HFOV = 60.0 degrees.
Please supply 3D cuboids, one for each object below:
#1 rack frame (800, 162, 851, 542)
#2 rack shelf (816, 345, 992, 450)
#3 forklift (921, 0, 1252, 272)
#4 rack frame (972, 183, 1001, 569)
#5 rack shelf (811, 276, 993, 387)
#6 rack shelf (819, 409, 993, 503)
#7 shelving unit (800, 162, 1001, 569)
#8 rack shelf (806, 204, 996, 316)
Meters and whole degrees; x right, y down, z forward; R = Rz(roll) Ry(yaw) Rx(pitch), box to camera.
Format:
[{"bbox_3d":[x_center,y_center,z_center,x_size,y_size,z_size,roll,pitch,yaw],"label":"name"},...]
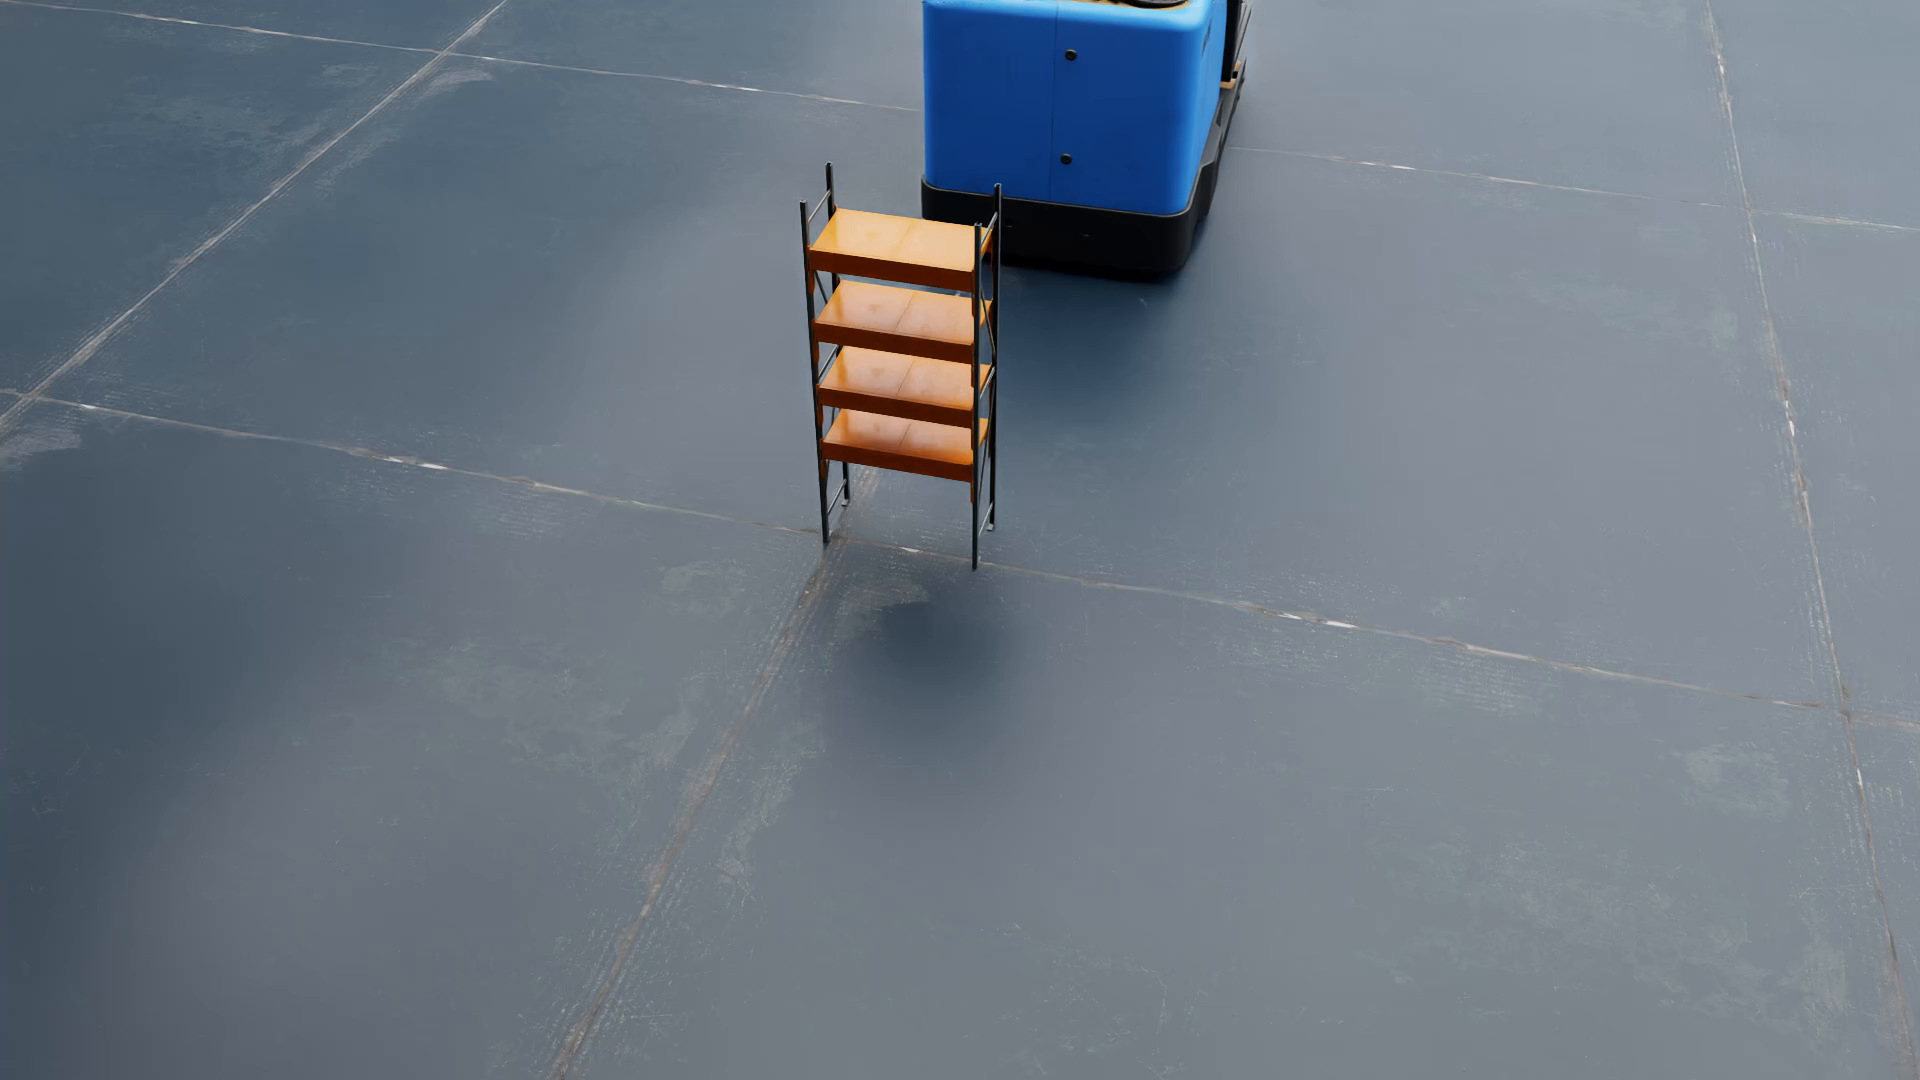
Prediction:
[{"bbox_3d":[-0.396,-0.528,4.967,0.015,1.200,0.240,10,41,11],"label":"rack frame"},{"bbox_3d":[-0.160,-0.435,4.962,0.480,0.148,0.258,10,41,11],"label":"rack shelf"},{"bbox_3d":[0.703,-3.106,6.691,1.130,2.935,3.031,9,41,11],"label":"forklift"},{"bbox_3d":[0.076,-0.446,4.870,0.015,1.200,0.240,10,41,11],"label":"rack frame"},{"bbox_3d":[-0.160,-0.607,4.818,0.480,0.148,0.258,10,41,11],"label":"rack shelf"},{"bbox_3d":[-0.160,-0.283,5.089,0.480,0.148,0.258,10,41,11],"label":"rack shelf"},{"bbox_3d":[-0.160,-0.487,4.918,0.503,1.200,0.258,10,41,11],"label":"shelving unit"},{"bbox_3d":[-0.160,-0.788,4.666,0.480,0.148,0.258,10,41,11],"label":"rack shelf"}]
